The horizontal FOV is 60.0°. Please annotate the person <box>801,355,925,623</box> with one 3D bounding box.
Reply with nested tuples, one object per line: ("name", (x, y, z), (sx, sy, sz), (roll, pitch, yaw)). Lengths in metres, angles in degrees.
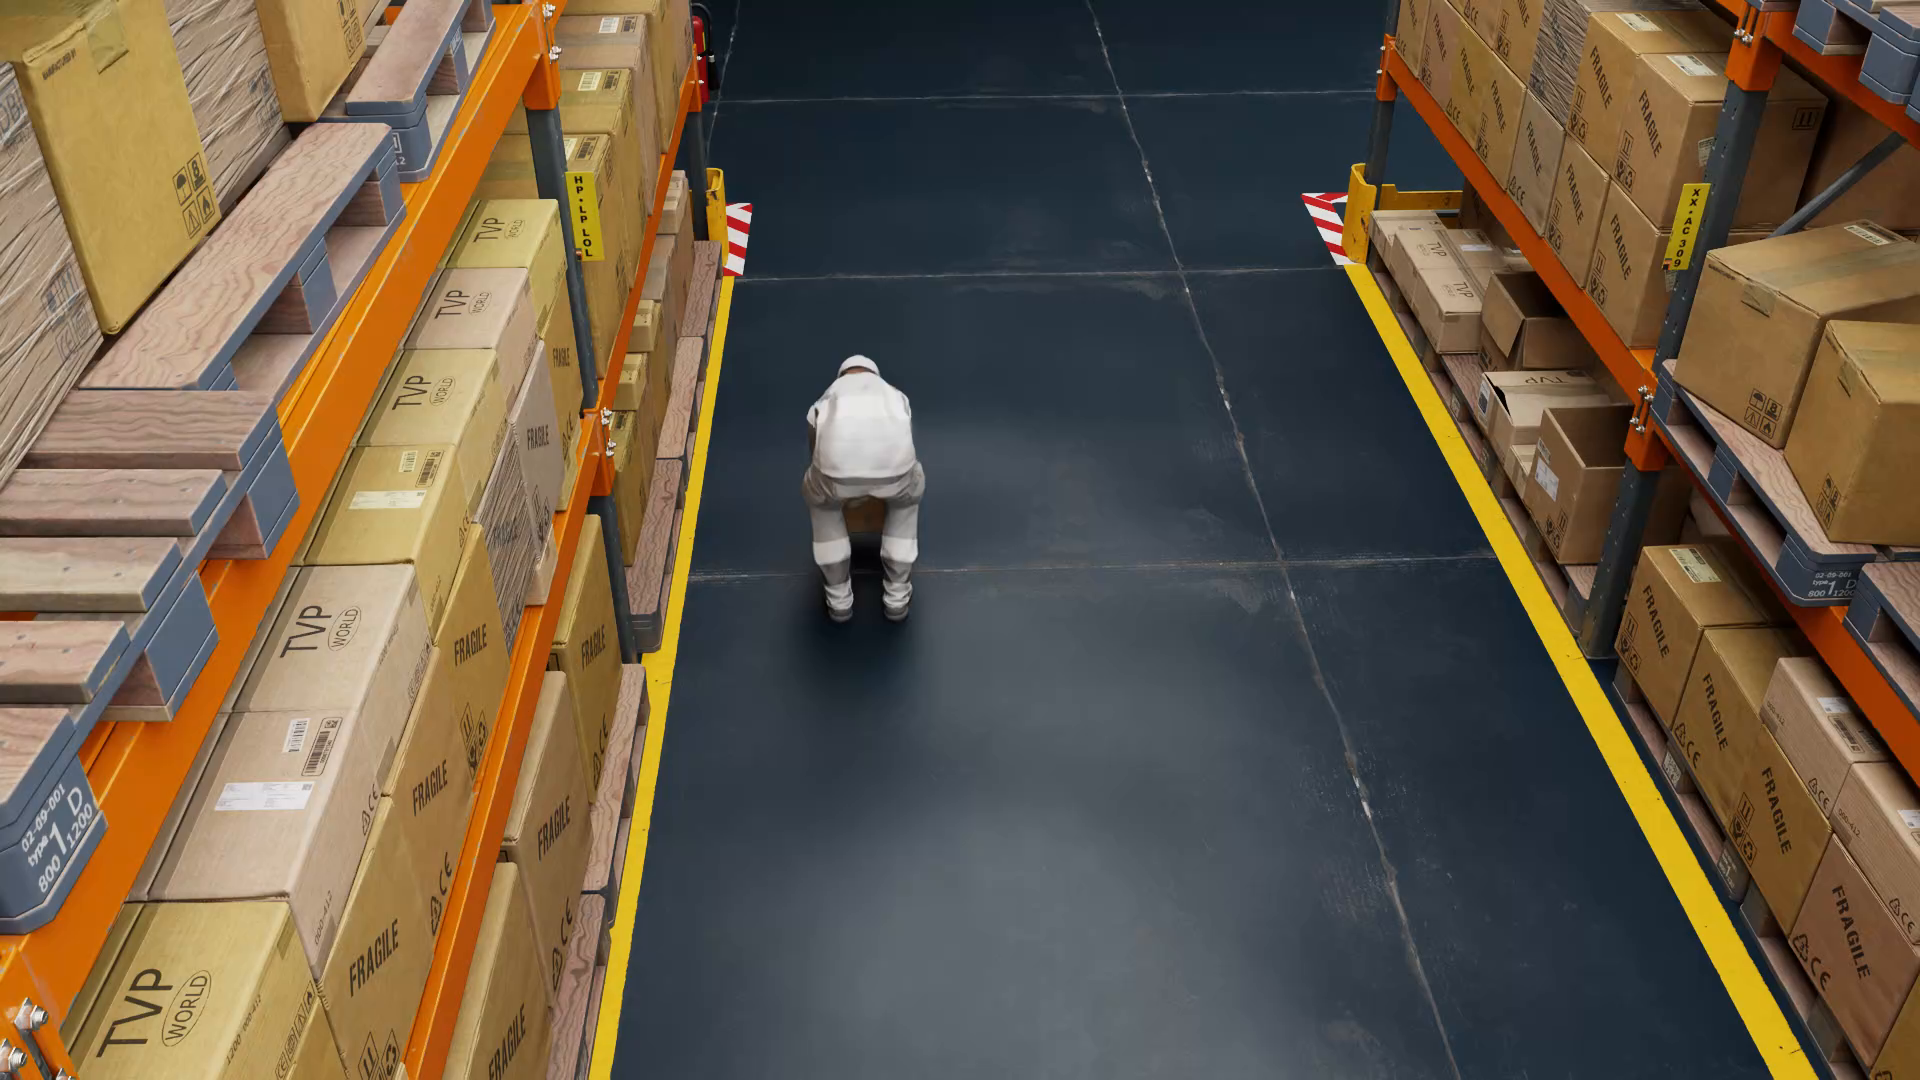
("person", (-0.420, -0.262, 7.141), (0.520, 1.048, 0.960), (-3, 35, -4))
